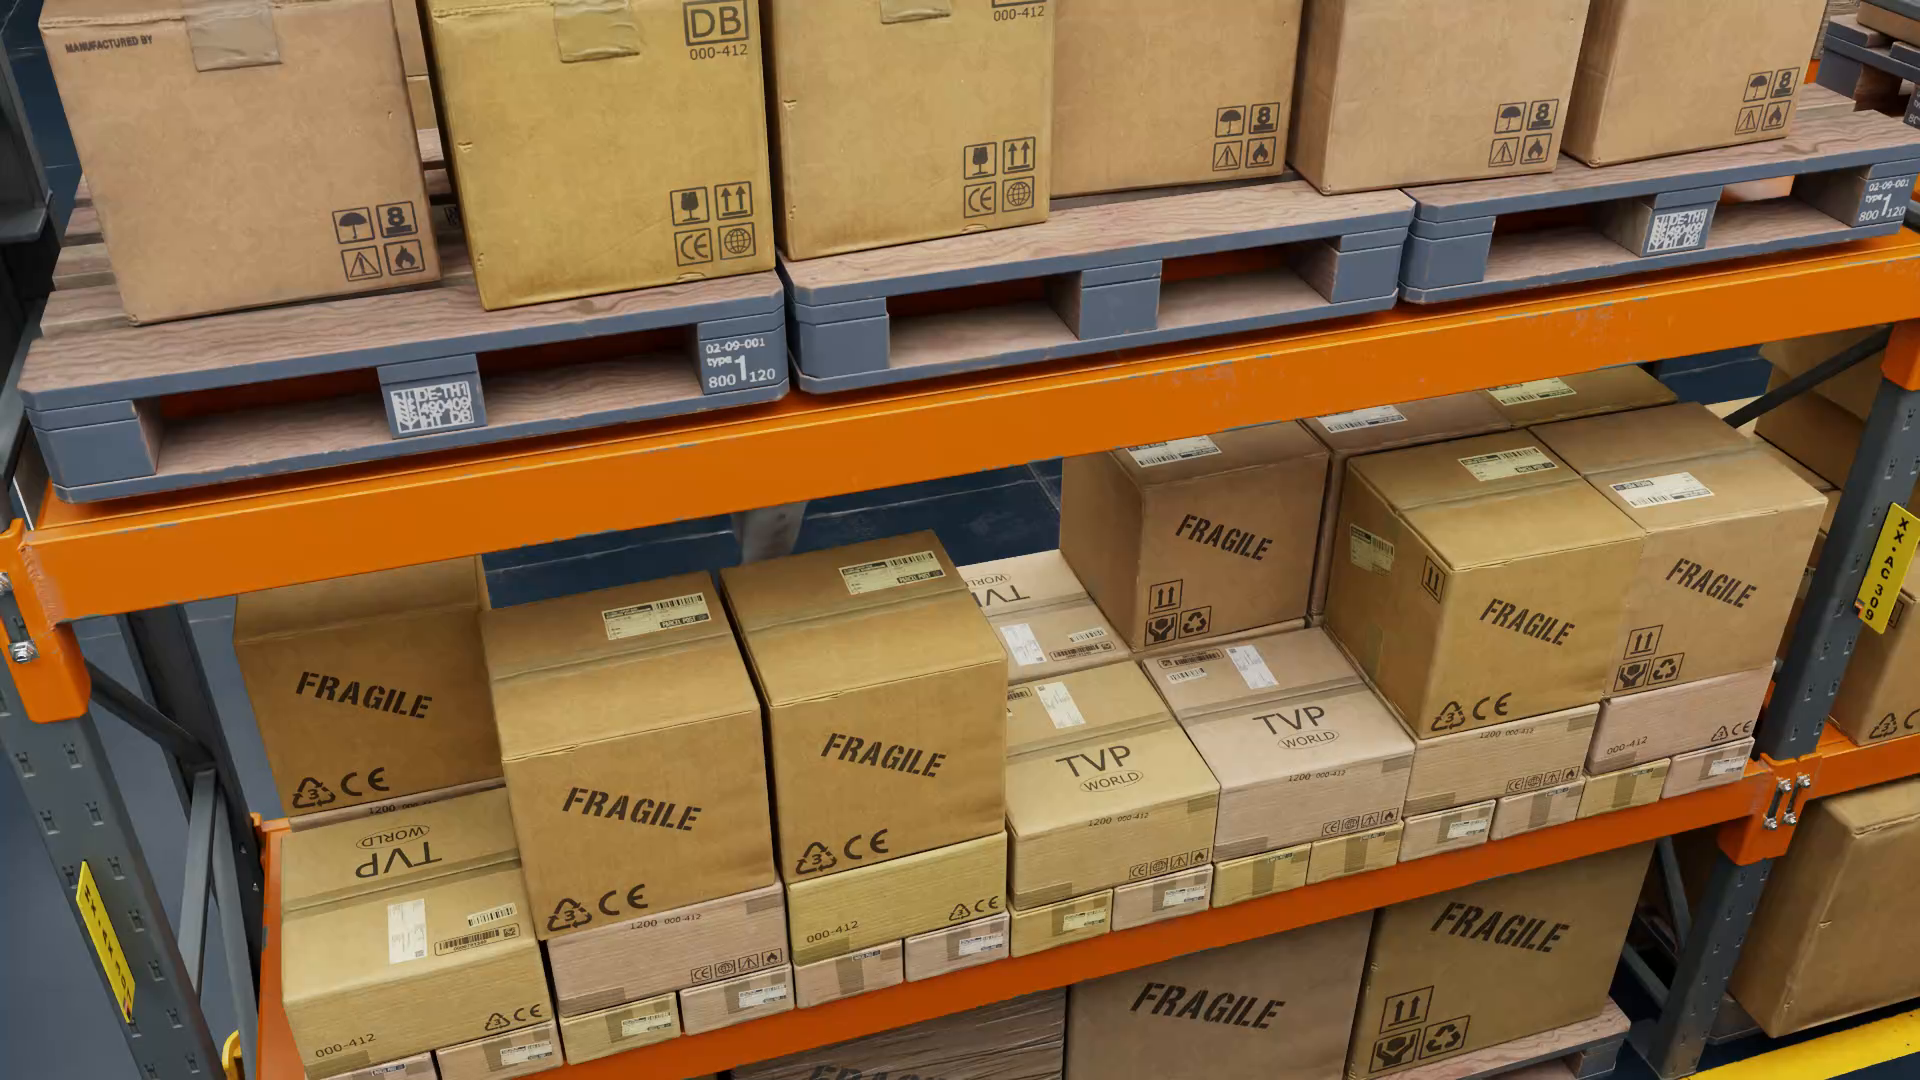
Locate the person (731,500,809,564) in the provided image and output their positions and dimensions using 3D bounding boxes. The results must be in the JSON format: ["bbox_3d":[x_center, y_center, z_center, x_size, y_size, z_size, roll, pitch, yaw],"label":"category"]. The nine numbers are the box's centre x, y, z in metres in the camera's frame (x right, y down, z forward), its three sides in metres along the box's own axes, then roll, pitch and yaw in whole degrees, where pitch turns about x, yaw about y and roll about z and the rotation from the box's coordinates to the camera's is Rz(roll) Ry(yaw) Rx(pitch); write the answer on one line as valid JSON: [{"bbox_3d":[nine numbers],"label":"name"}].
[{"bbox_3d":[-0.831,-0.265,6.534,0.581,1.759,0.489,-11,35,-16],"label":"person"}]
